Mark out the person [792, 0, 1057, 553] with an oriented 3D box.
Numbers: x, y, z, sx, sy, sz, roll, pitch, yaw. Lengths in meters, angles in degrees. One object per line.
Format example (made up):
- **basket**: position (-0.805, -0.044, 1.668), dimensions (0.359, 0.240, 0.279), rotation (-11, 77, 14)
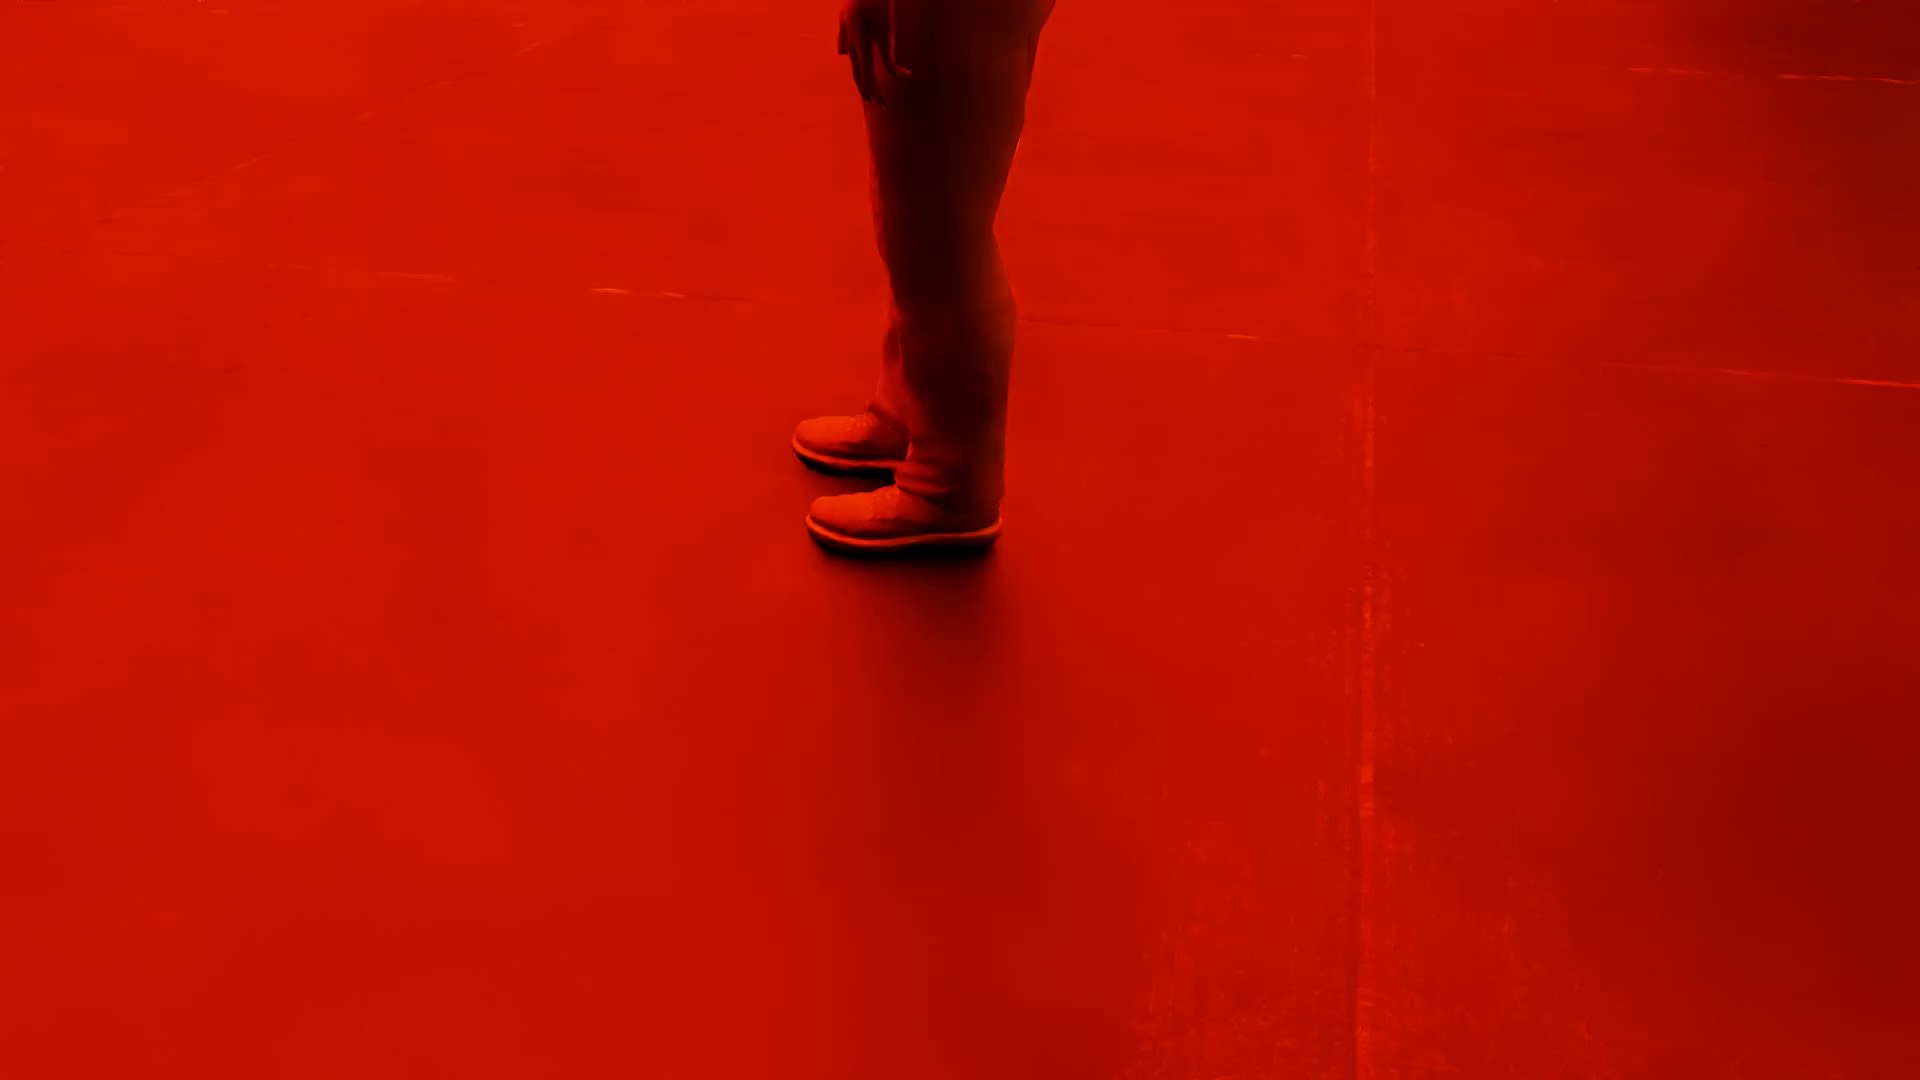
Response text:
- **person**: position (-0.069, -0.779, 2.147), dimensions (0.529, 1.695, 0.570), rotation (6, 27, 11)
